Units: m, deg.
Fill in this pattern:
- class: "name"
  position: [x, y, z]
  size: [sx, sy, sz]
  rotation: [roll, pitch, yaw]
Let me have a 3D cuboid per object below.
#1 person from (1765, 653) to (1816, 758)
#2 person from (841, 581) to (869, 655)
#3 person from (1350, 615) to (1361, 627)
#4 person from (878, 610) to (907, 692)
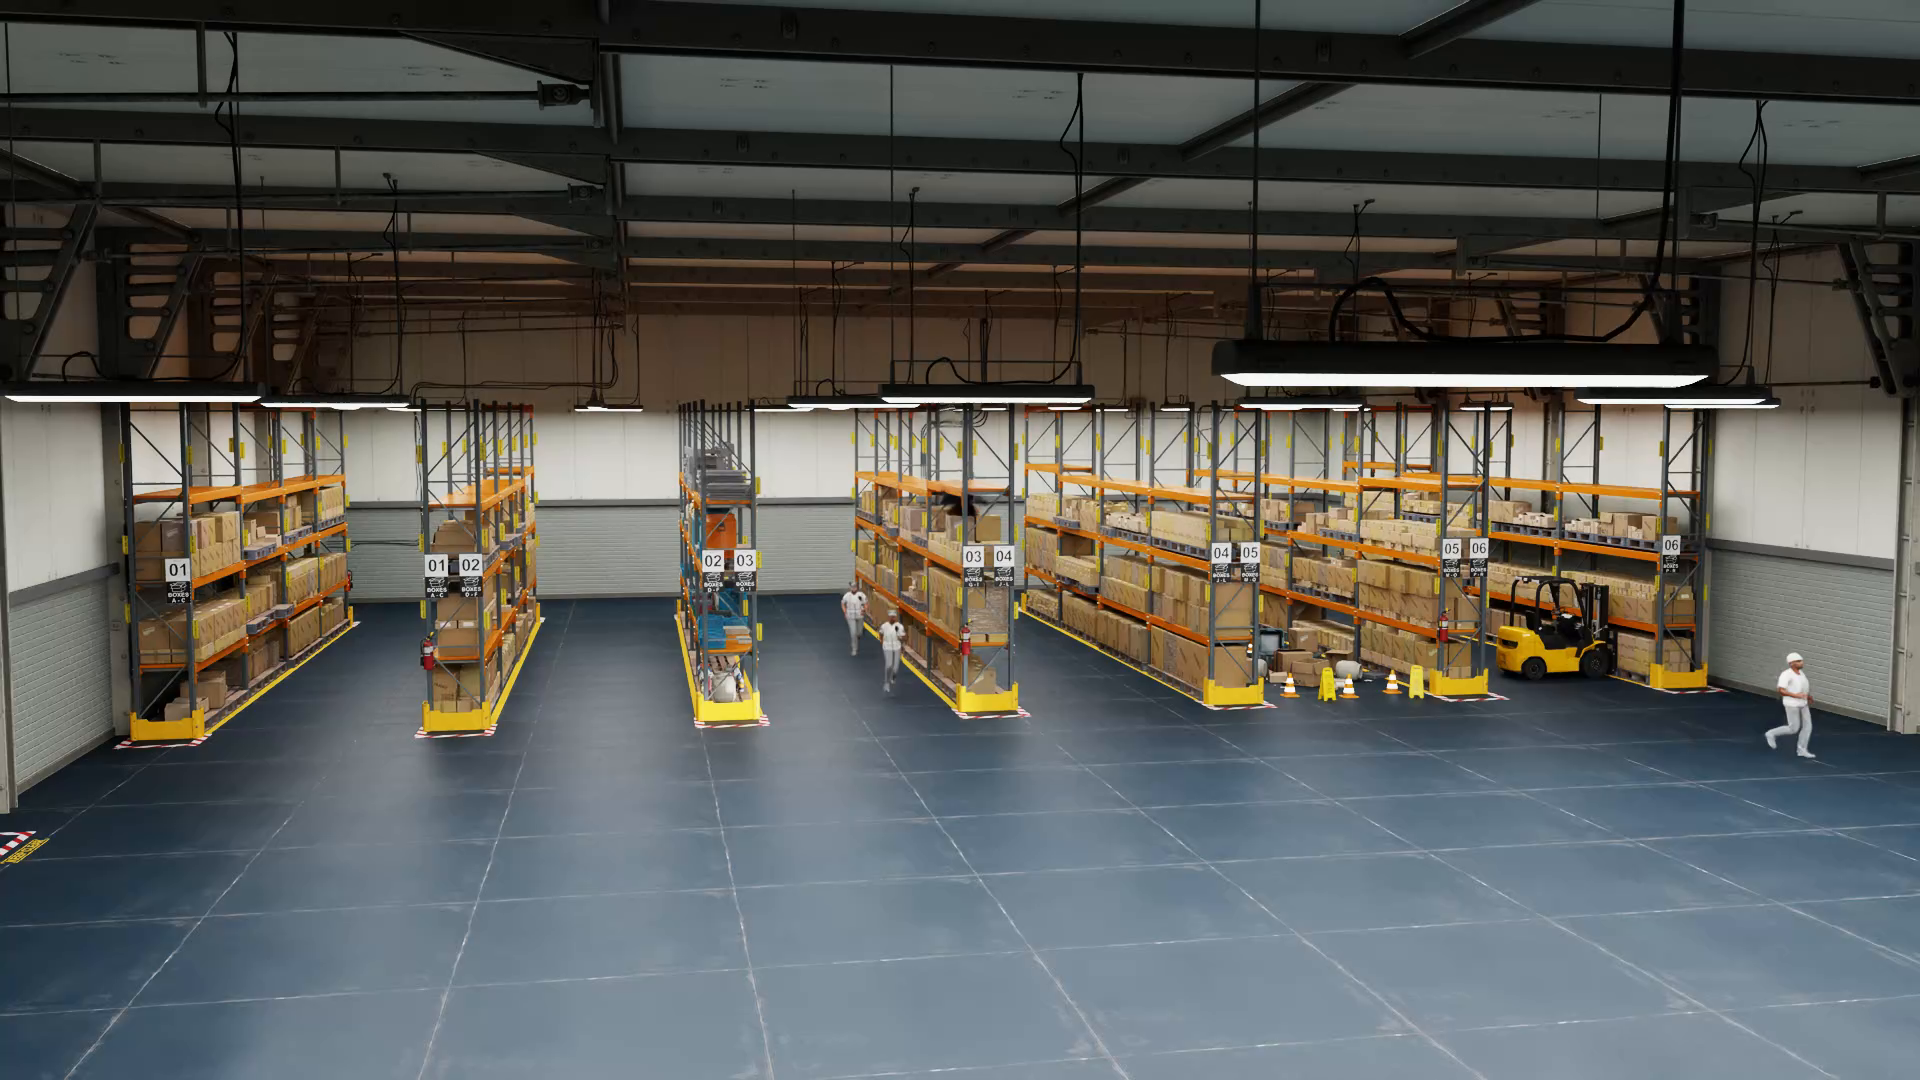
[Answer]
- class: "person"
  position: [13.978, 2.757, 27.884]
  size: [0.724, 1.736, 0.807]
  rotation: [-3, 5, -33]
- class: "person"
  position: [-2.515, 1.857, 39.868]
  size: [0.667, 1.788, 0.702]
  rotation: [-1, 4, -7]
- class: "person"
  position: [10.303, 1.677, 42.864]
  size: [0.572, 1.637, 0.591]
  rotation: [-1, 4, -14]
- class: "person"
  position: [-1.362, 2.207, 33.499]
  size: [0.540, 1.641, 0.726]
  rotation: [0, 4, -7]
